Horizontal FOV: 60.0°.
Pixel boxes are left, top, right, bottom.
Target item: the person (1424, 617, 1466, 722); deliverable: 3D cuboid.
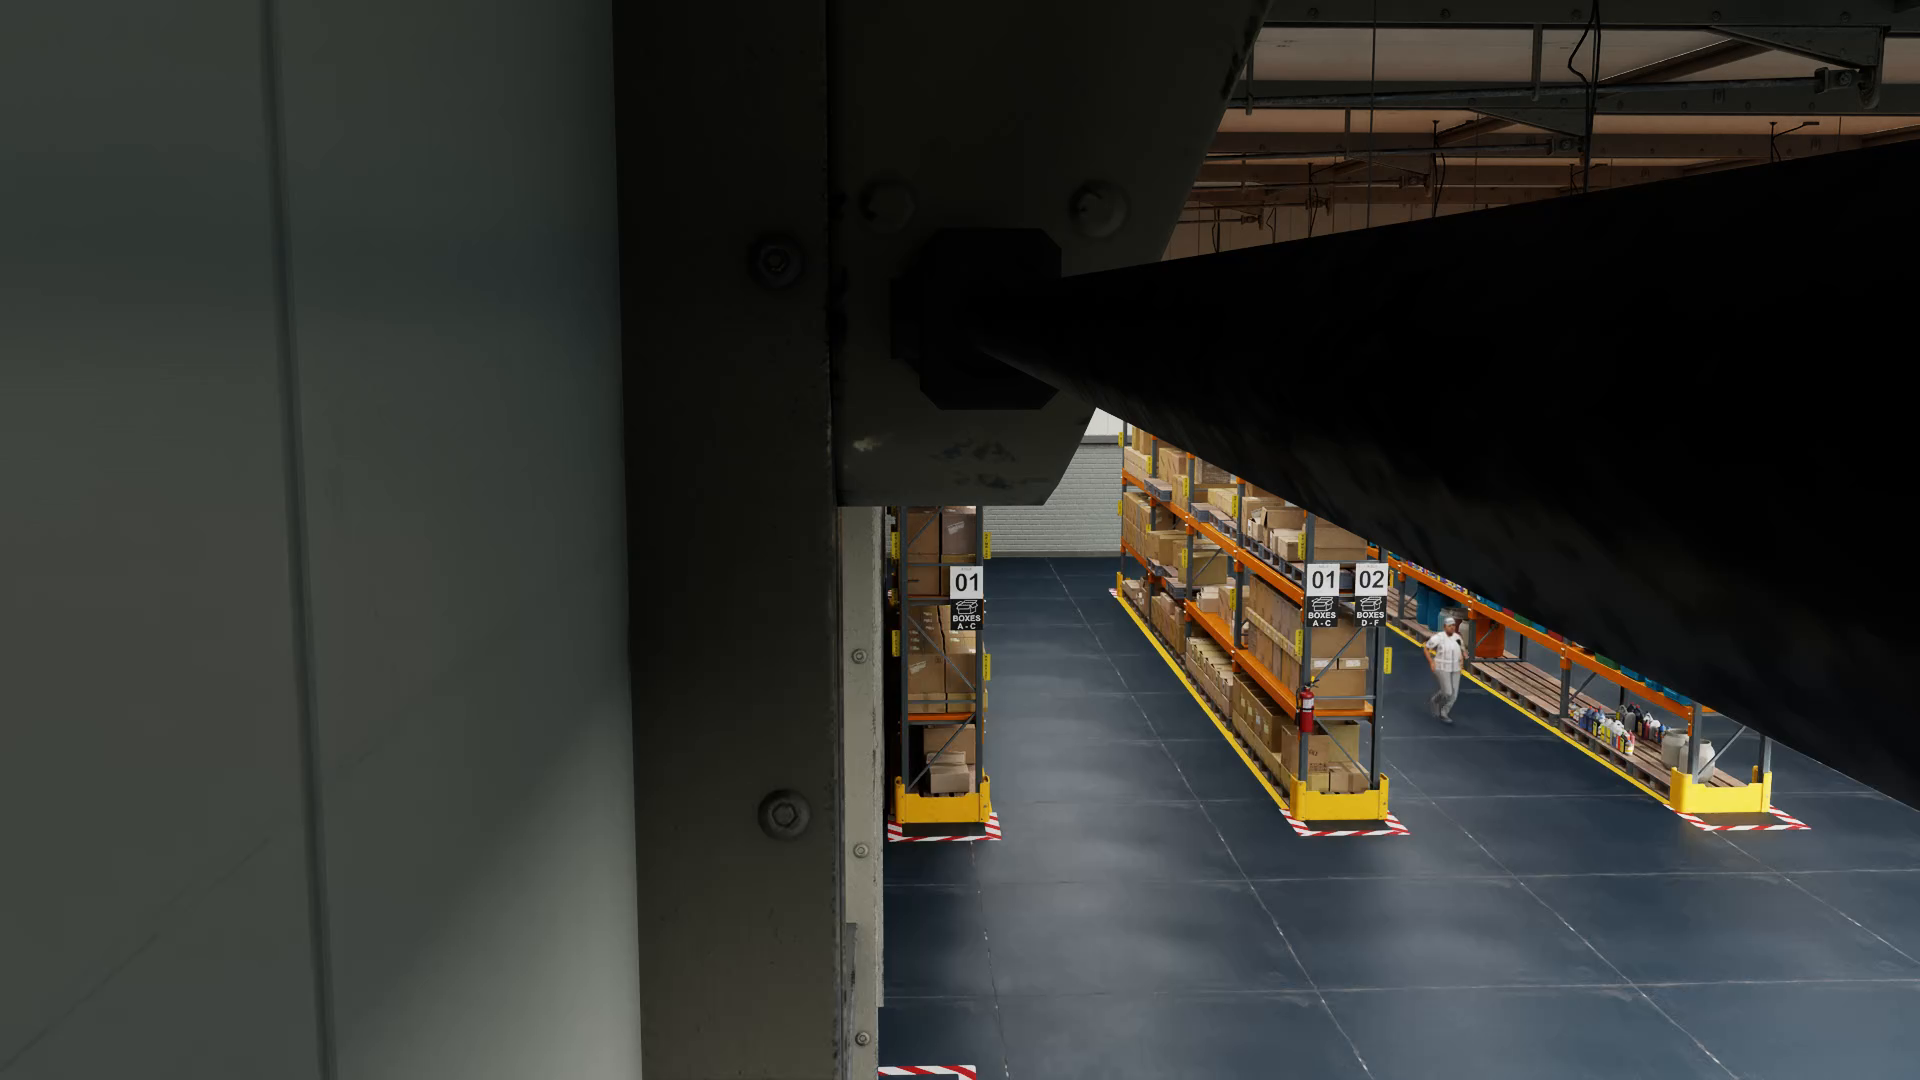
[{"bbox_3d":[7.424,1.986,25.259,0.606,1.620,0.556,-2,8,-12],"label":"person"}]
